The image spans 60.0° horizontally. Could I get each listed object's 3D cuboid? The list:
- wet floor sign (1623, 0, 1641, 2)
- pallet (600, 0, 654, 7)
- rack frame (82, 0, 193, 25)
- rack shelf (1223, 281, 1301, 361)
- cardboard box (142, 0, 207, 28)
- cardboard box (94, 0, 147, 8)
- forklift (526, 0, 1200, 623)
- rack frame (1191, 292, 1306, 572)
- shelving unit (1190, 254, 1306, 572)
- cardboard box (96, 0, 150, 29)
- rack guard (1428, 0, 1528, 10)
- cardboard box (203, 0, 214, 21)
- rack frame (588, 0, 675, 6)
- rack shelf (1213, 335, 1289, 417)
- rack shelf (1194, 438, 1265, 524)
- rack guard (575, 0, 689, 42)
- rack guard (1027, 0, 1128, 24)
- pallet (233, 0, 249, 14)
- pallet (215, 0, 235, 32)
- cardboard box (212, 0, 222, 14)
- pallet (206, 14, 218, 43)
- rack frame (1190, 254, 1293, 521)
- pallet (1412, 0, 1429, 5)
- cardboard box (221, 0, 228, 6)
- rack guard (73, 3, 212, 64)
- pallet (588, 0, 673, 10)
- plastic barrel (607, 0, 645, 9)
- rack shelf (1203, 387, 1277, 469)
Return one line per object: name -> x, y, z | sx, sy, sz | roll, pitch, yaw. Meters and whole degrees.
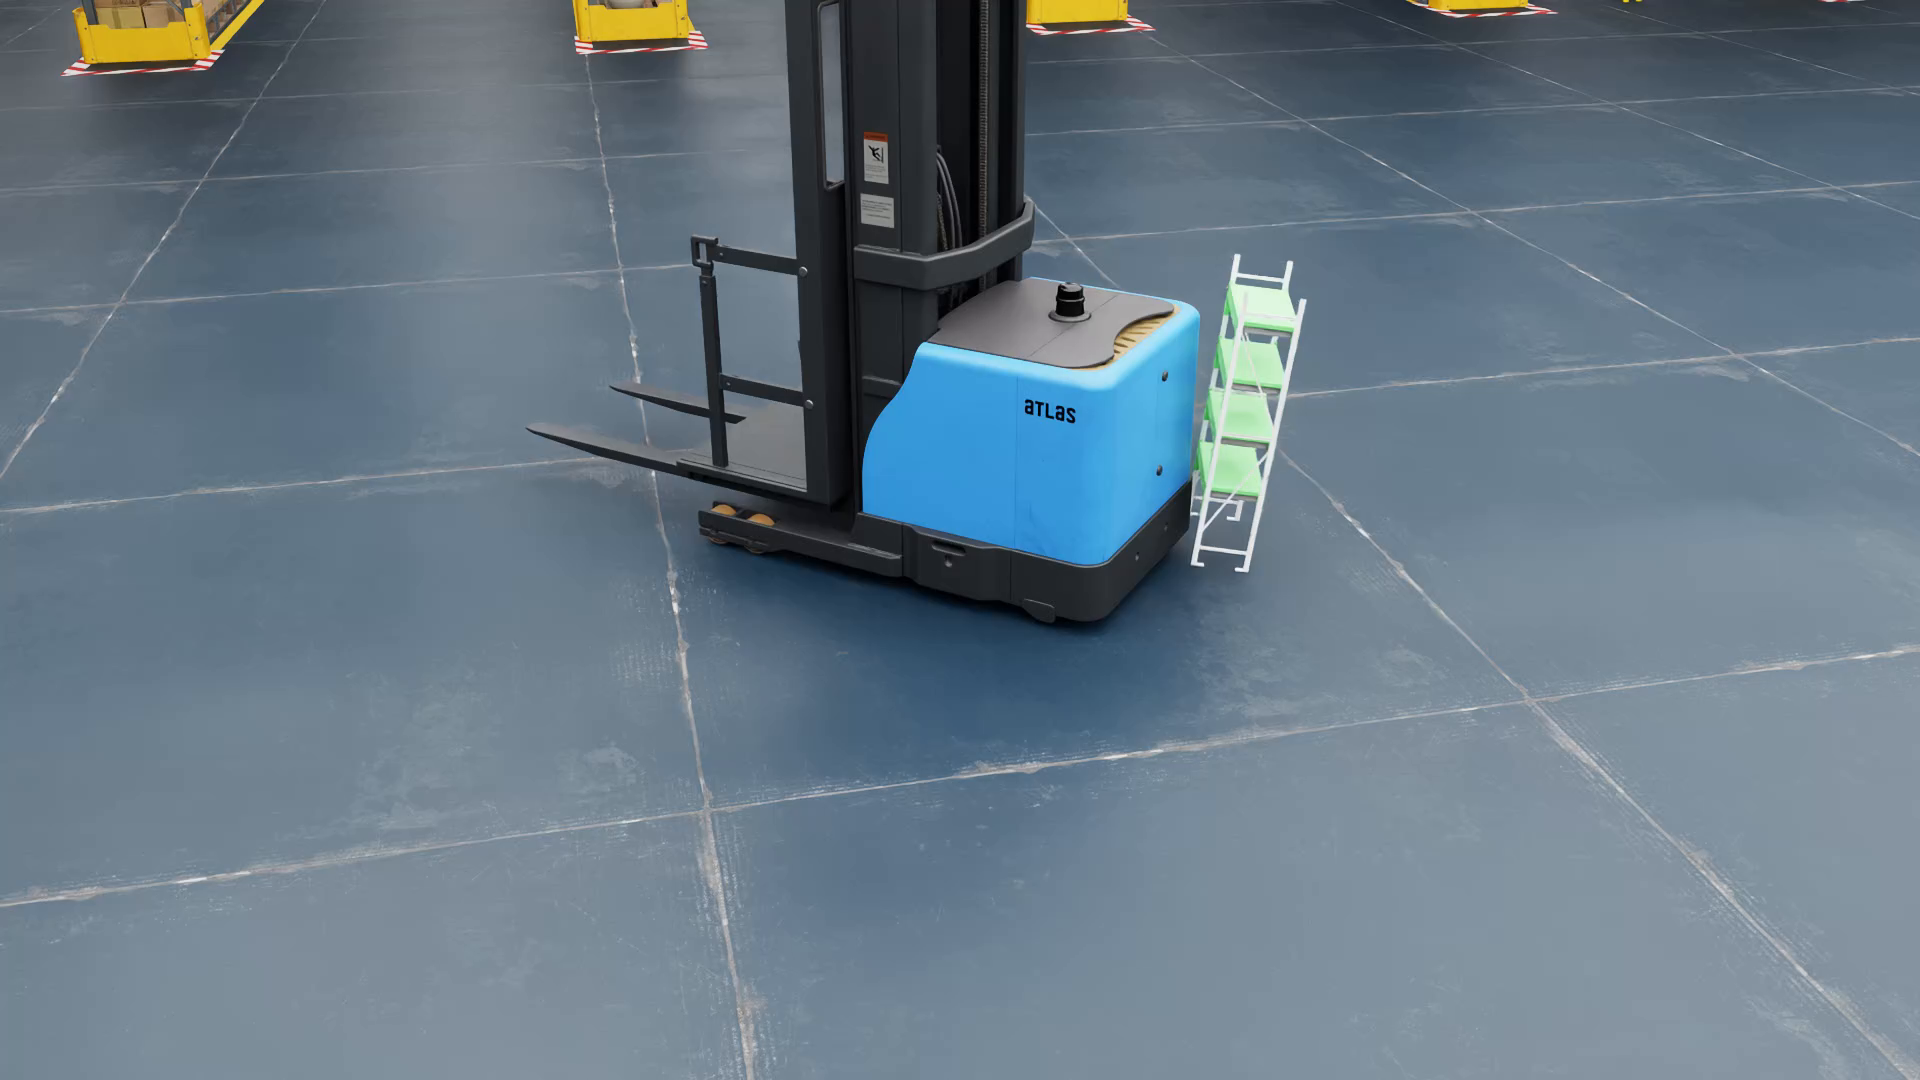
wet floor sign -> 8.133, -6.884, 20.172 | 0.267, 0.644, 0.232 | -11, 29, -20
pallet -> -3.996, -6.460, 19.814 | 1.003, 0.211, 1.213 | -6, 27, -12
rack frame -> -8.310, -6.283, 16.369 | 1.000, 3.000, 0.127 | -6, 27, -12
rack shelf -> 1.219, -0.891, 6.739 | 0.258, 0.148, 0.480 | 8, 27, 1
cardboard box -> -8.214, -5.501, 17.405 | 0.500, 0.250, 0.500 | -6, 27, -12
cardboard box -> -8.721, -5.783, 17.131 | 0.500, 0.500, 0.500 | -6, 27, -12
forklift -> -0.550, -1.443, 6.856 | 3.031, 2.935, 1.130 | 14, 30, 25
rack frame -> 1.155, -0.414, 6.712 | 0.240, 1.200, 0.015 | 8, 27, 1
shelving unit -> 1.173, -0.523, 6.929 | 0.258, 1.200, 0.503 | 8, 27, 1
cardboard box -> -8.719, -5.448, 17.301 | 0.500, 0.250, 0.500 | -6, 27, -12
rack guard -> 6.203, -6.620, 19.811 | 1.175, 0.500, 0.348 | -6, 27, -12
cardboard box -> -8.330, -5.720, 17.839 | 0.500, 0.250, 0.500 | -6, 27, -12
rack frame -> -3.483, -6.784, 17.362 | 1.000, 3.000, 0.127 | -6, 27, -12
rack shelf -> 1.192, -0.679, 6.848 | 0.258, 0.148, 0.480 | 8, 27, 1
rack shelf -> 1.140, -0.255, 7.067 | 0.258, 0.148, 0.480 | 8, 27, 1
rack guard -> -3.546, -5.697, 17.982 | 1.175, 0.500, 0.348 | -6, 27, -12
rack guard -> 1.325, -6.205, 18.988 | 1.175, 0.500, 0.348 | -6, 27, -12
pallet -> -9.073, -6.441, 19.776 | 1.003, 0.211, 1.213 | -6, 27, -12
pallet -> -8.795, -5.904, 18.713 | 1.003, 0.211, 1.213 | -6, 27, -12
cardboard box -> -8.443, -5.939, 18.274 | 0.500, 0.250, 0.500 | -6, 27, -12
pallet -> -8.523, -5.369, 17.654 | 1.003, 0.211, 1.213 | -6, 27, -12
rack frame -> 1.191, -0.633, 7.146 | 0.240, 1.200, 0.015 | 8, 27, 1
pallet -> 5.941, -6.845, 20.577 | 1.003, 0.211, 1.213 | -6, 27, -12
cardboard box -> -8.551, -6.159, 18.710 | 0.500, 0.250, 0.500 | -6, 27, -12
rack guard -> -8.305, -5.156, 16.911 | 1.175, 0.500, 0.348 | -6, 27, -12
pallet -> -3.724, -5.925, 18.755 | 1.003, 0.211, 1.213 | -6, 27, -12
plastic barrel -> -3.706, -6.142, 18.385 | 0.421, 0.512, 0.421 | 0, 27, 0
rack shelf -> 1.166, -0.467, 6.958 | 0.258, 0.148, 0.480 | 8, 27, 1
